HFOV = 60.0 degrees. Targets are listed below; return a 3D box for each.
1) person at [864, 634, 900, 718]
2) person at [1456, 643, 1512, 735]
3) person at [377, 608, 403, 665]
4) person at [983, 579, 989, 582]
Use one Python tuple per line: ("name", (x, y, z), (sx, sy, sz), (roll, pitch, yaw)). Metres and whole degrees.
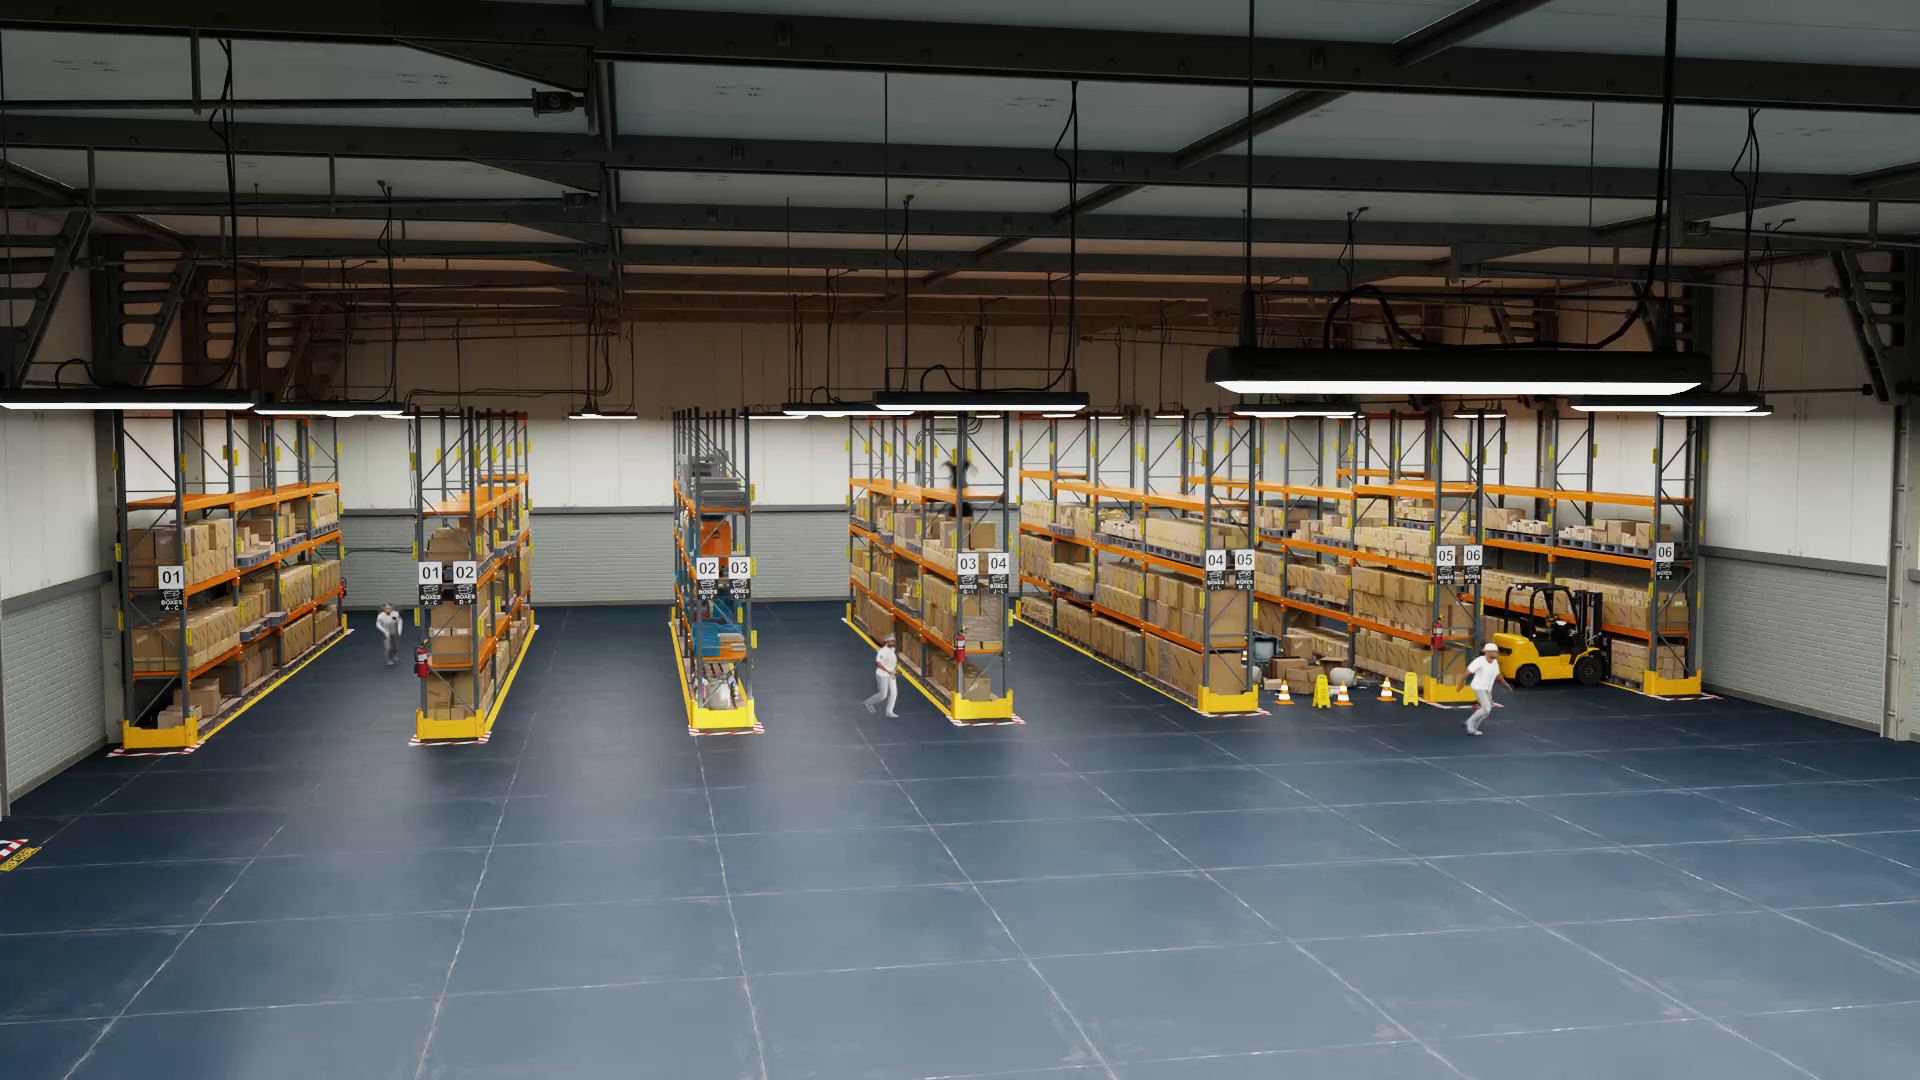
("person", (-1.509, 2.615, 32.270), (0.762, 1.651, 0.573), (3, 5, 37))
("person", (9.540, 2.708, 30.169), (0.711, 1.701, 0.791), (-3, 5, -38))
("person", (-13.400, 2.206, 39.062), (0.583, 1.480, 0.807), (-2, 5, -29))
("person", (0.596, 1.516, 46.769), (0.647, 1.754, 0.640), (-1, 4, -12))
